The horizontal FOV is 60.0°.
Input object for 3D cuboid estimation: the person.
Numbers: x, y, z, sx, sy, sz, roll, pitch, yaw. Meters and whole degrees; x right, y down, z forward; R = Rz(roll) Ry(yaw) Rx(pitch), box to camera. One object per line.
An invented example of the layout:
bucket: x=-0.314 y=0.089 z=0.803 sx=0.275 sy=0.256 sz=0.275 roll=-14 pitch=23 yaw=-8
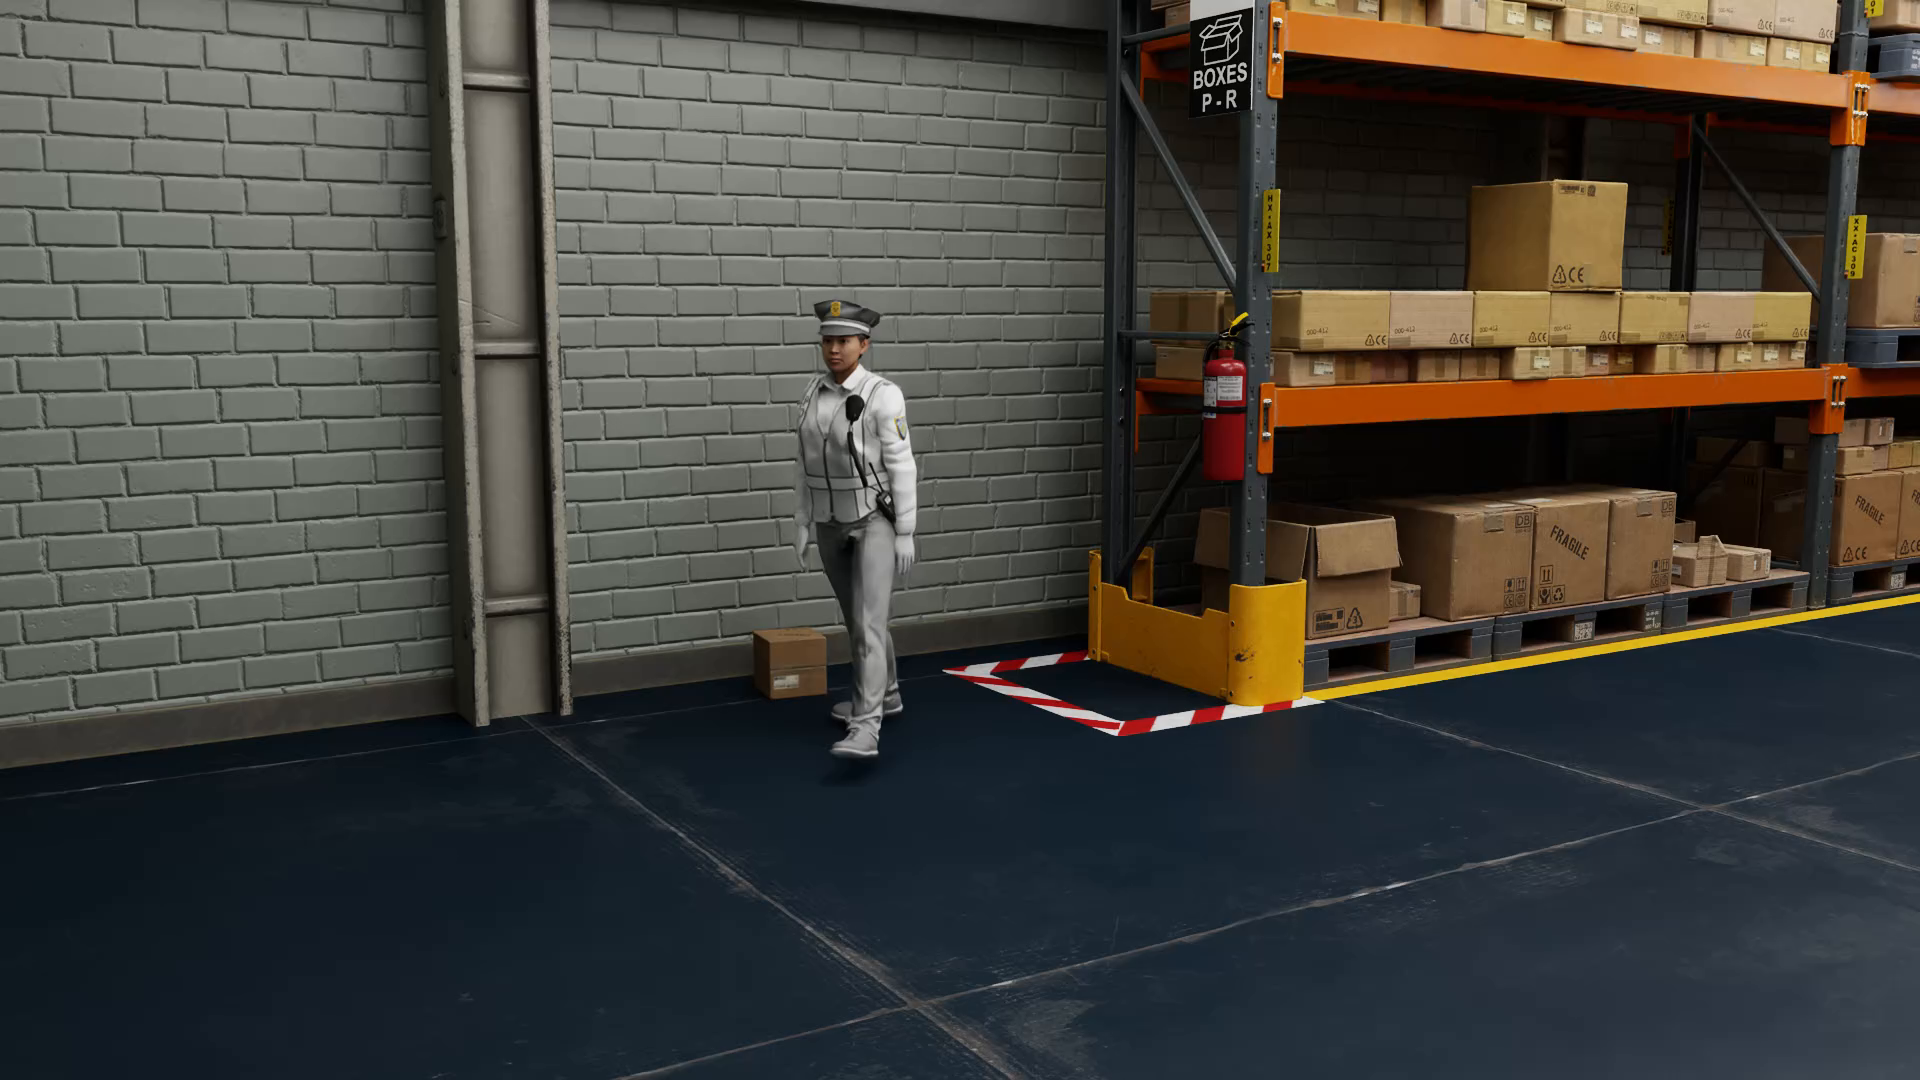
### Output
person: x=-0.388 y=-0.057 z=6.100 sx=0.615 sy=1.641 sz=0.845 roll=6 pitch=10 yaw=36
